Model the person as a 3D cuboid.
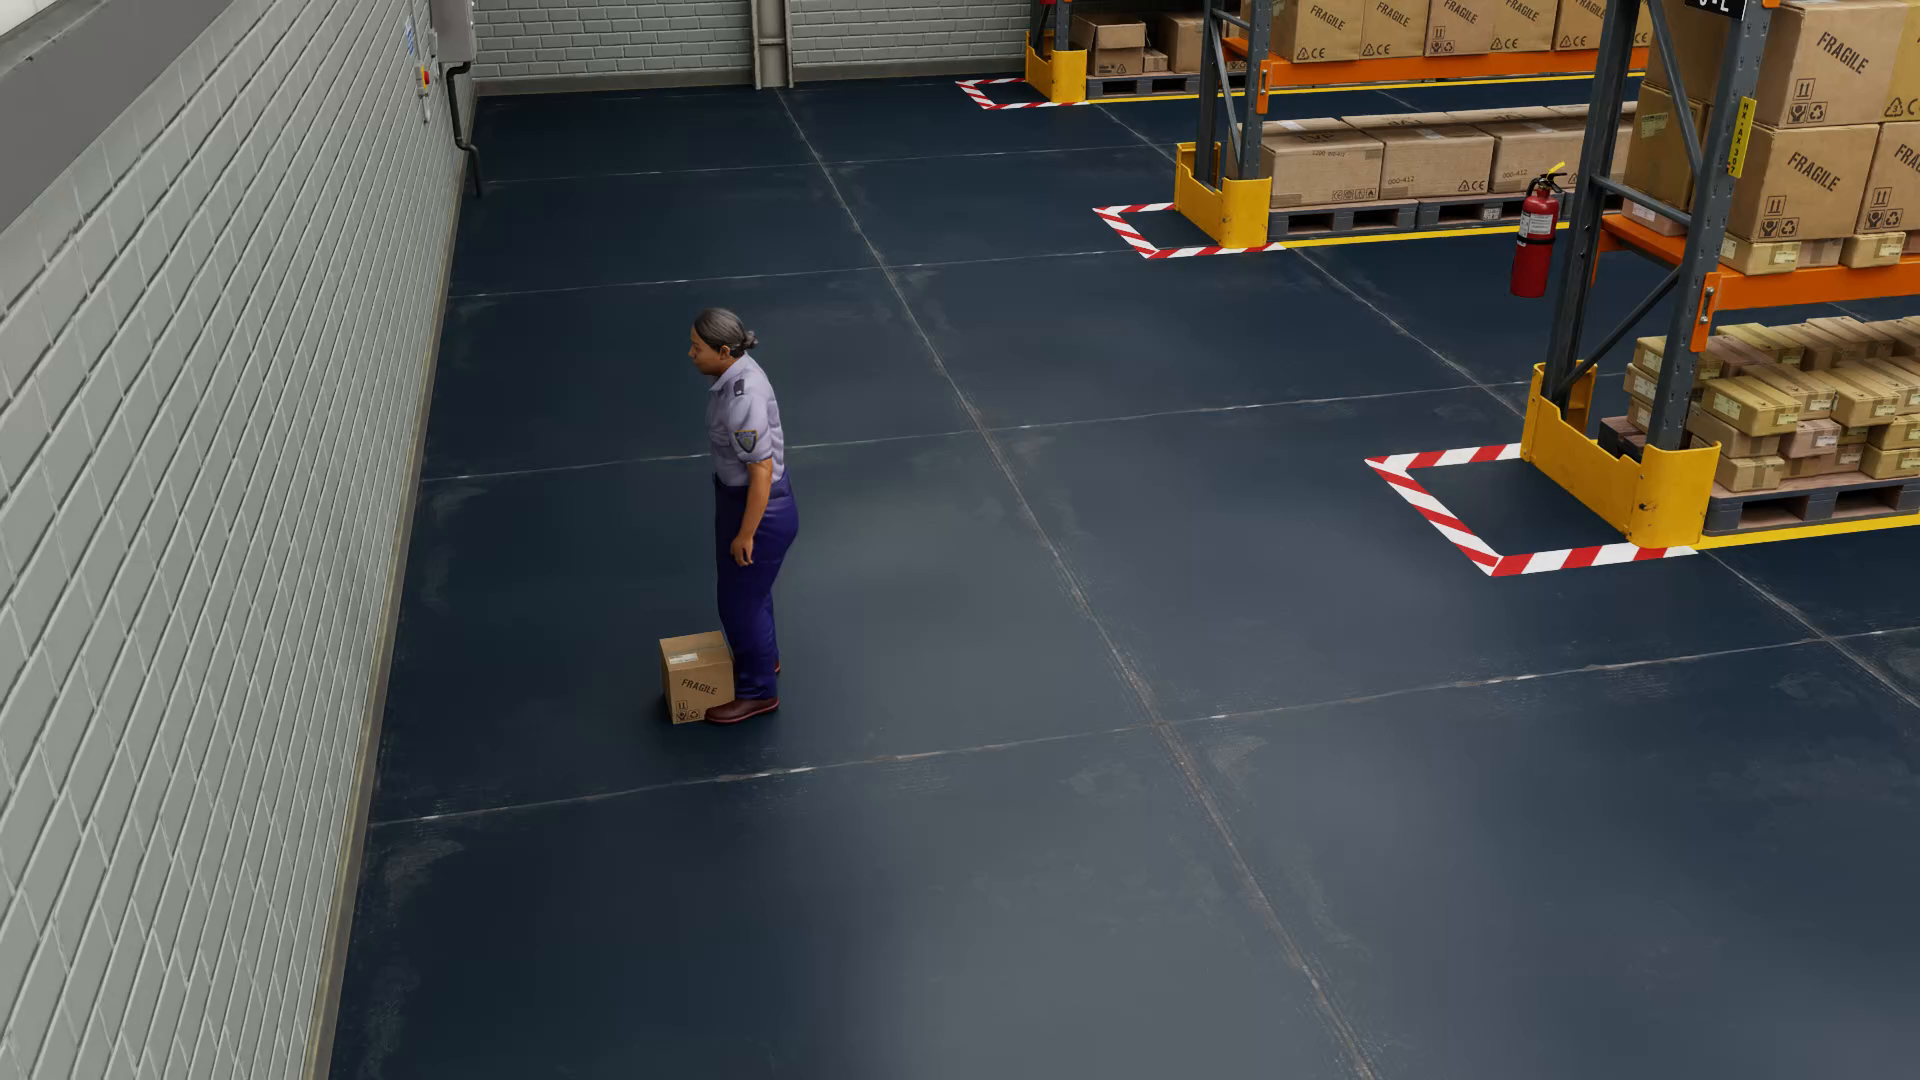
[{"bbox_3d":[-0.833,-0.106,6.334,0.415,1.652,0.537,-6,27,-11],"label":"person"}]
